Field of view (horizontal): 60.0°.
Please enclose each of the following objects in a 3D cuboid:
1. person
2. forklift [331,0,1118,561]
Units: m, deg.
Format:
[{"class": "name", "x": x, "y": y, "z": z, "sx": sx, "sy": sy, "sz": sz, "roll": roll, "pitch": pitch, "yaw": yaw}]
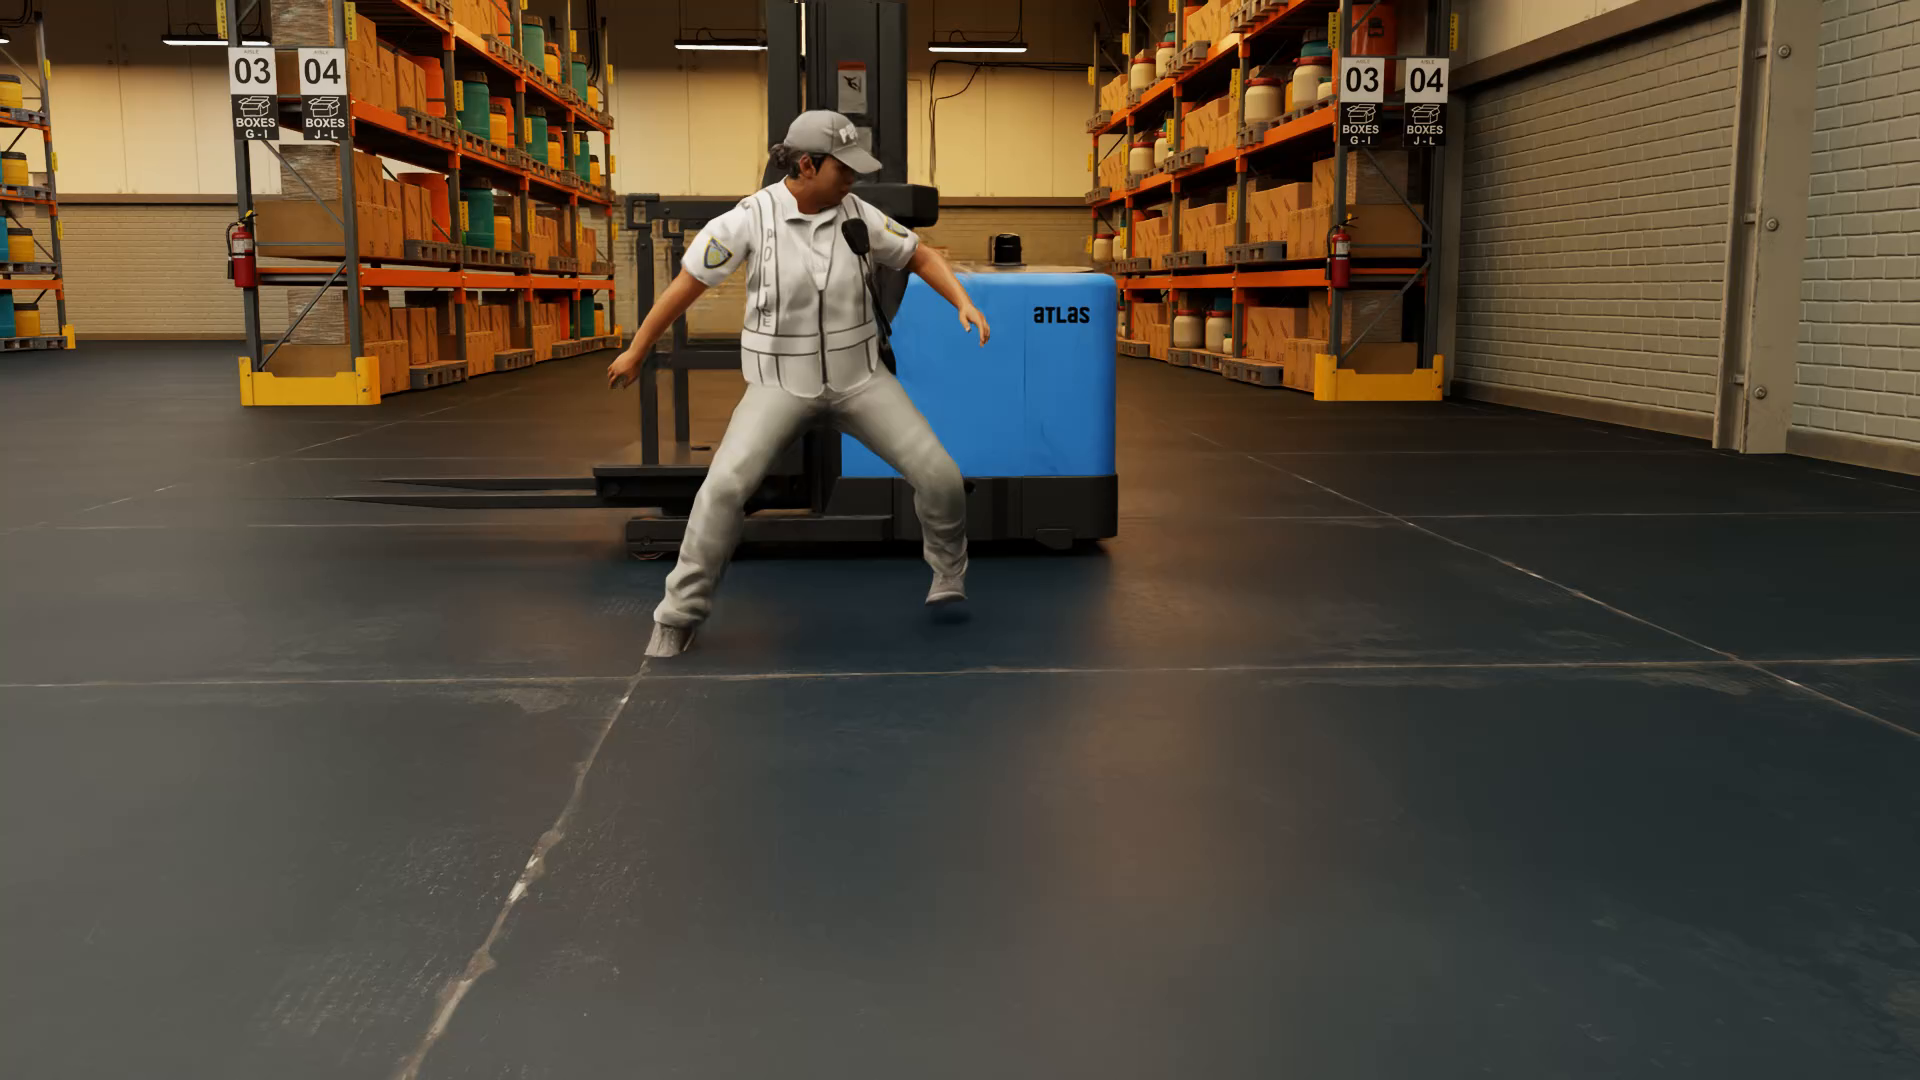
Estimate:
[{"class": "person", "x": -0.459, "y": -0.412, "z": 4.823, "sx": 1.083, "sy": 1.611, "sz": 0.530, "roll": -2, "pitch": 9, "yaw": -14}, {"class": "forklift", "x": -0.922, "y": -1.451, "z": 6.602, "sx": 3.031, "sy": 2.935, "sz": 1.130, "roll": 0, "pitch": 8, "yaw": -2}]
